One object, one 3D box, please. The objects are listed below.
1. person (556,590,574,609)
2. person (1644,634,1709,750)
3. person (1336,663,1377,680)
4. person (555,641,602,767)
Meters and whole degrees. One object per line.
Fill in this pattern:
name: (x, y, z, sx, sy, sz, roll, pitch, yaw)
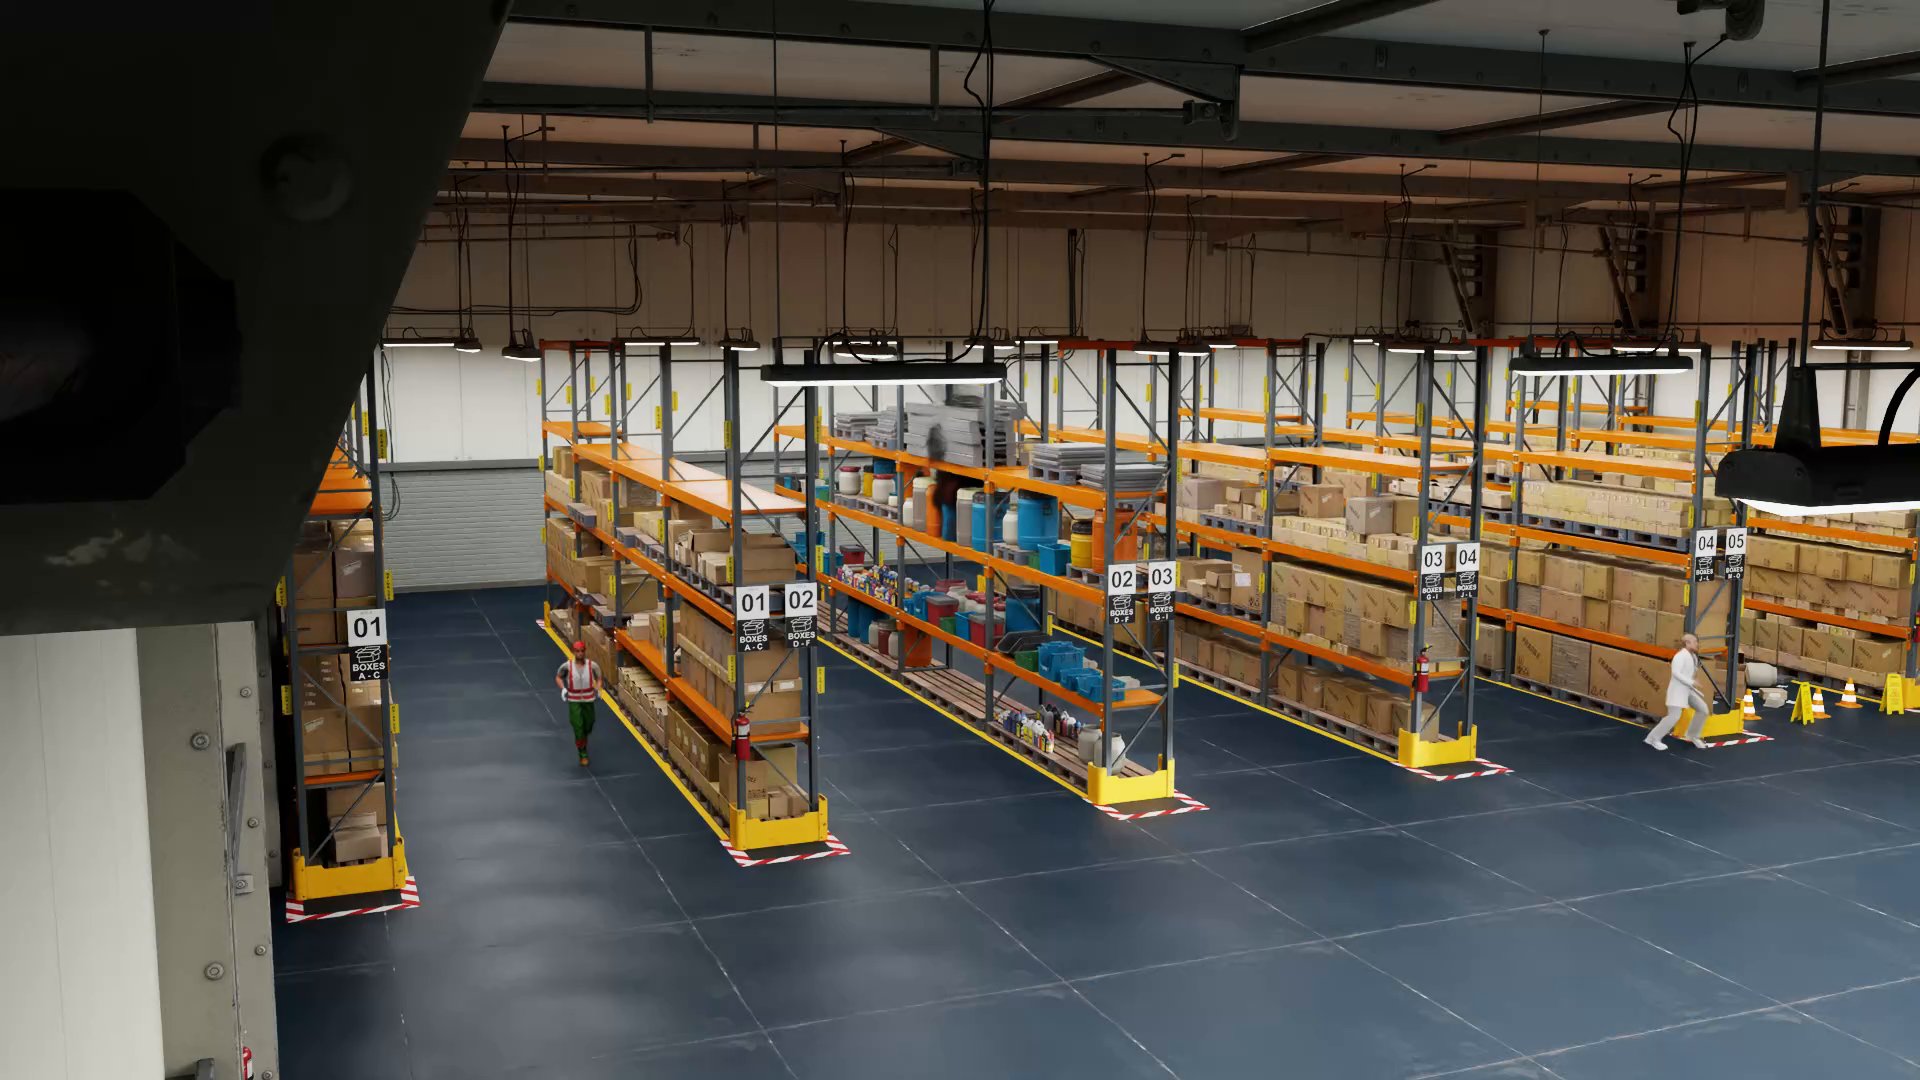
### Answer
person: (-8.436, 0.823, 36.013, 0.710, 1.757, 0.657, -1, 7, -6)
person: (10.733, 2.271, 24.794, 0.763, 1.762, 0.901, 6, 9, 37)
person: (7.094, 1.619, 29.723, 0.586, 1.681, 0.873, -6, 10, -40)
person: (-5.514, 2.336, 24.134, 0.656, 1.774, 0.845, -3, 8, -19)
